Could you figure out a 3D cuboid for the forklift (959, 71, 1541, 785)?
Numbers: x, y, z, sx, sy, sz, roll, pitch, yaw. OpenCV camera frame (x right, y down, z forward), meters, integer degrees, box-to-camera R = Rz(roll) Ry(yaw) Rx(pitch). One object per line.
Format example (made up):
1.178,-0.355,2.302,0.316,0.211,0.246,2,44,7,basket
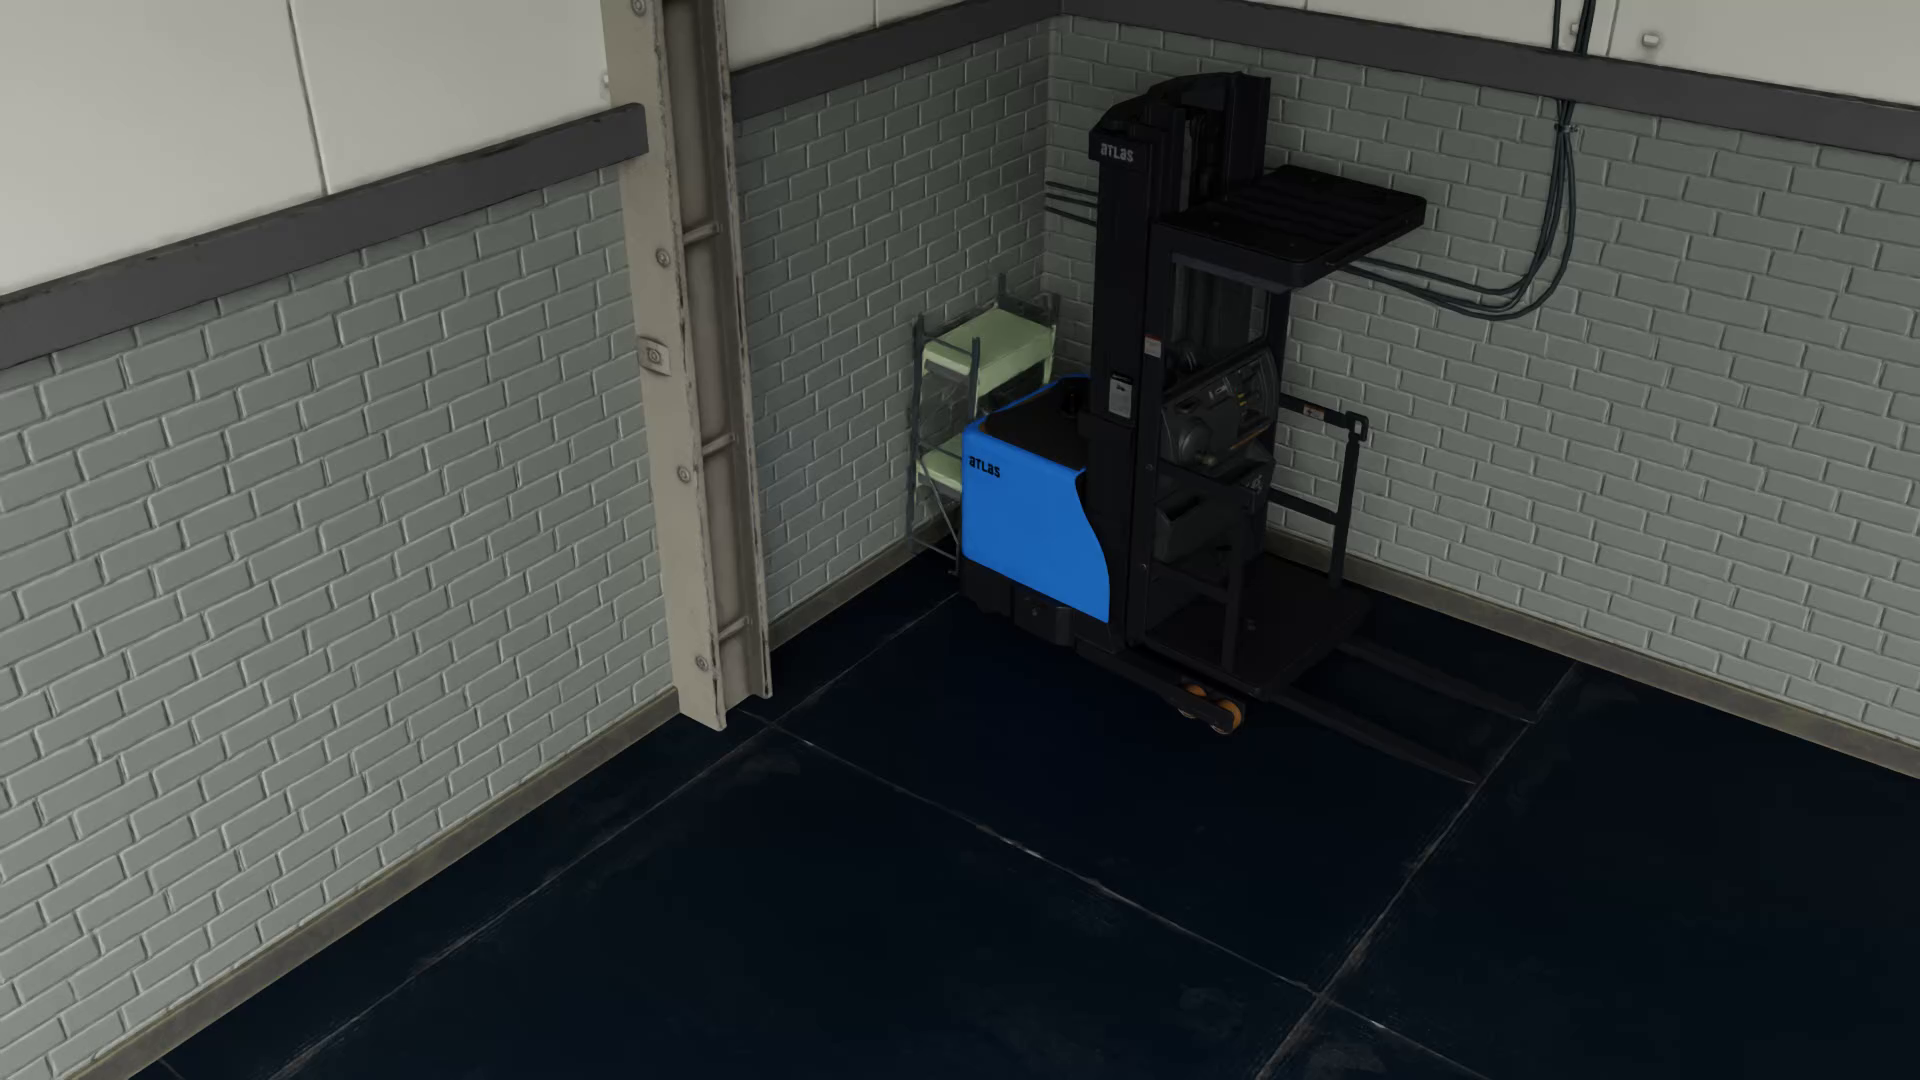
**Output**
1.426,-0.609,7.960,3.031,2.935,1.130,25,39,35,forklift

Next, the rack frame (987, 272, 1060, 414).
0.334,-0.791,9.584,0.400,1.500,0.023,25,39,28,rack frame

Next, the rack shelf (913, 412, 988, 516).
0.093,-0.370,9.516,0.431,0.370,0.720,25,39,28,rack shelf

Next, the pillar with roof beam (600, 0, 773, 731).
2.242,-1.727,3.895,9.100,9.000,0.400,21,37,31,pillar with roof beam

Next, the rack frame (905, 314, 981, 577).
-0.107,-0.489,9.084,0.400,1.500,0.023,25,39,28,rack frame

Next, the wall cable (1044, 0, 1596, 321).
1.642,-2.506,8.256,3.097,2.526,0.112,21,37,31,wall cable

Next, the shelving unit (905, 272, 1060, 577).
0.114,-0.640,9.334,0.431,1.500,0.755,25,39,28,shelving unit

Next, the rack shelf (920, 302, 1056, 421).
0.139,-0.963,9.117,0.431,0.370,0.720,25,39,28,rack shelf
